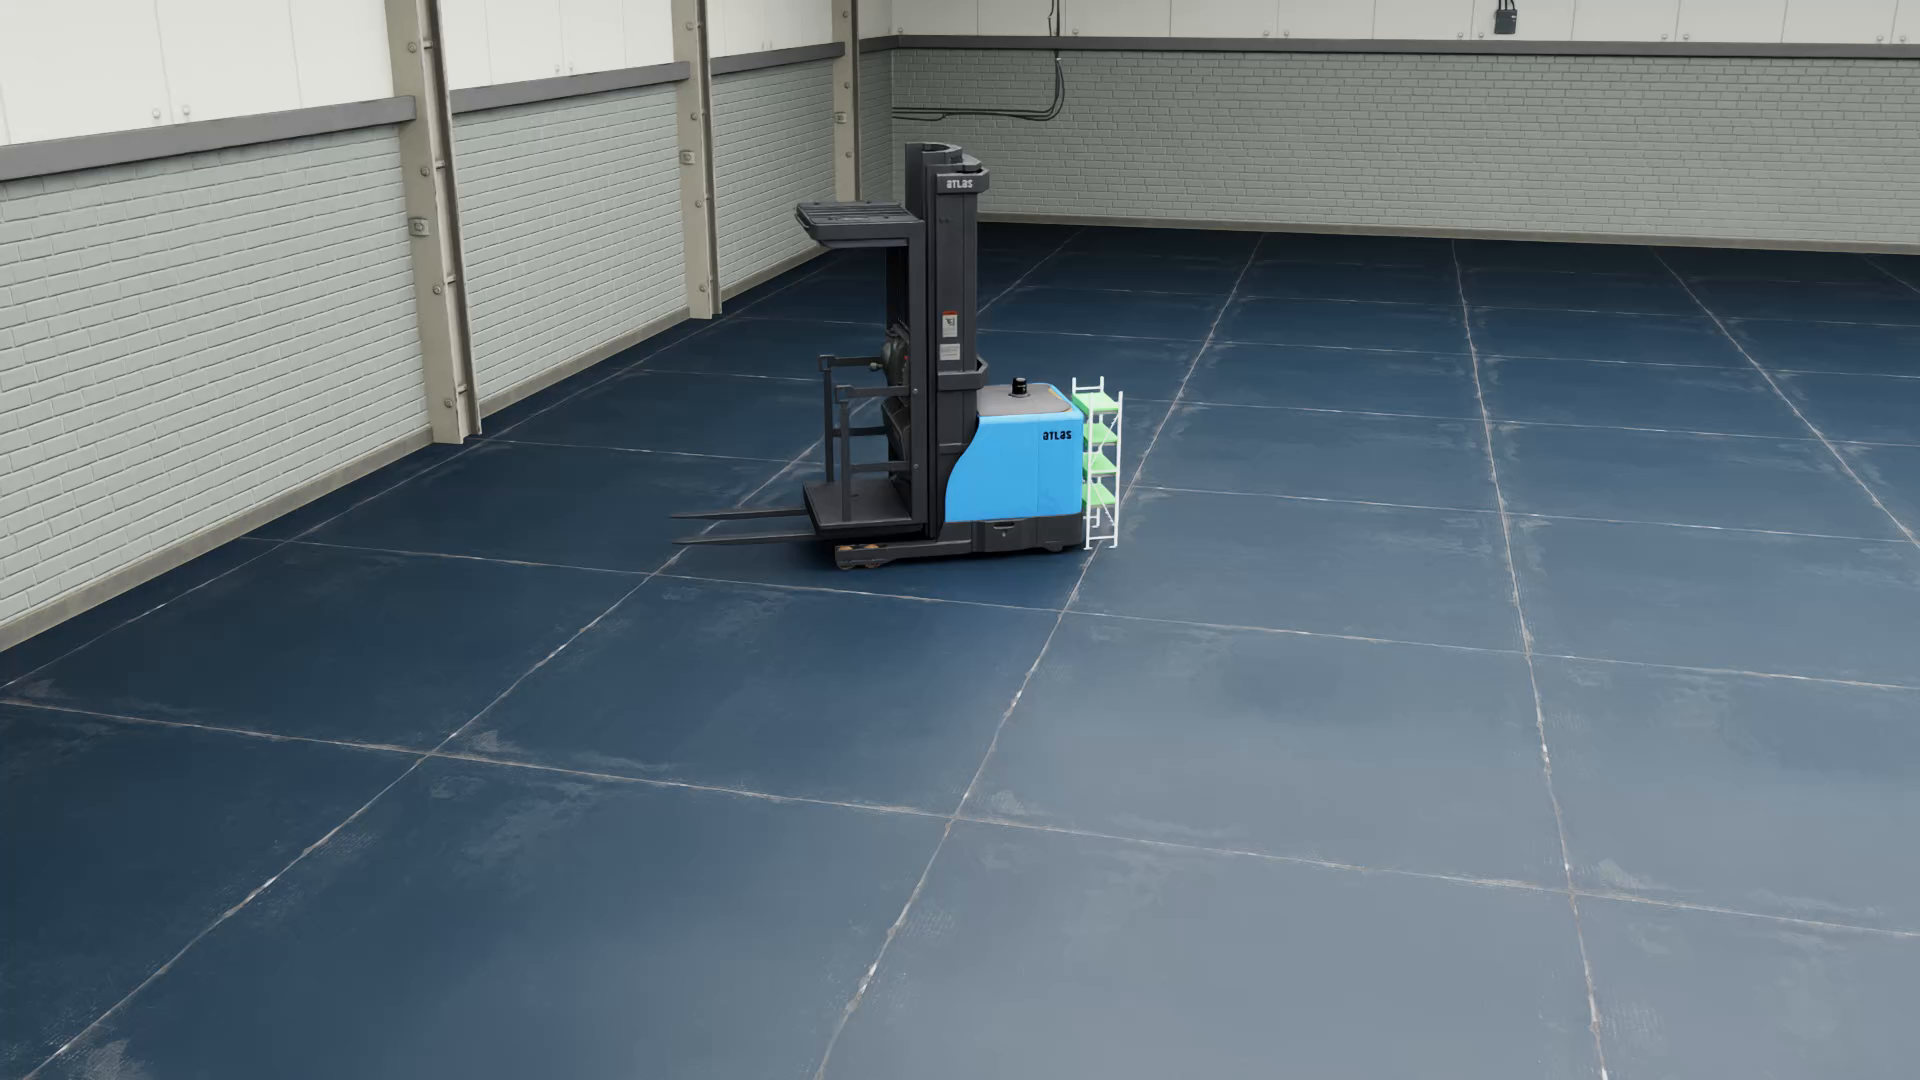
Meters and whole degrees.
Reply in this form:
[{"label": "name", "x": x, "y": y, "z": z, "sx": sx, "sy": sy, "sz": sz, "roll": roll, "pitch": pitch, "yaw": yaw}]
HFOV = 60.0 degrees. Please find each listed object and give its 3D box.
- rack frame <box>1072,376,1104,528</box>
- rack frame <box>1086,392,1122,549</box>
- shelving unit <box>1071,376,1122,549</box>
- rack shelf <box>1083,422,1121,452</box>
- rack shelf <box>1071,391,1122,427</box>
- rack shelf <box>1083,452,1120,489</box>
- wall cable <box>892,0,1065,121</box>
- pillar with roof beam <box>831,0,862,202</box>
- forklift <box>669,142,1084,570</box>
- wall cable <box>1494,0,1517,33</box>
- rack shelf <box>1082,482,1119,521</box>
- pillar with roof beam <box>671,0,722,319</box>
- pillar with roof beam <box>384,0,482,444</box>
[{"label": "rack frame", "x": 0.969, "y": -0.662, "z": 12.770, "sx": 0.240, "sy": 1.200, "sz": 0.015, "roll": -4, "pitch": 19, "yaw": -11}, {"label": "rack frame", "x": 1.065, "y": -0.508, "z": 12.318, "sx": 0.240, "sy": 1.200, "sz": 0.015, "roll": -4, "pitch": 19, "yaw": -11}, {"label": "shelving unit", "x": 1.017, "y": -0.585, "z": 12.544, "sx": 0.258, "sy": 1.200, "sz": 0.503, "roll": -4, "pitch": 19, "yaw": -11}, {"label": "rack shelf", "x": 1.017, "y": -0.752, "z": 12.487, "sx": 0.258, "sy": 0.148, "sz": 0.480, "roll": -4, "pitch": 19, "yaw": -11}, {"label": "rack shelf", "x": 1.017, "y": -0.979, "z": 12.409, "sx": 0.258, "sy": 0.148, "sz": 0.480, "roll": -4, "pitch": 19, "yaw": -11}, {"label": "rack shelf", "x": 1.017, "y": -0.525, "z": 12.565, "sx": 0.258, "sy": 0.148, "sz": 0.480, "roll": -4, "pitch": 19, "yaw": -11}, {"label": "wall cable", "x": 0.246, "y": -8.324, "z": 27.941, "sx": 3.097, "sy": 2.526, "sz": 0.112, "roll": 5, "pitch": 19, "yaw": 13}, {"label": "pillar with roof beam", "x": 2.419, "y": -8.635, "z": 24.046, "sx": 9.100, "sy": 9.000, "sz": 0.400, "roll": 5, "pitch": 19, "yaw": 13}, {"label": "forklift", "x": -0.650, "y": -1.358, "z": 12.129, "sx": 3.031, "sy": 2.935, "sz": 1.130, "roll": -4, "pitch": 19, "yaw": -11}, {"label": "wall cable", "x": 9.448, "y": -10.649, "z": 24.680, "sx": 2.305, "sy": 6.003, "sz": 0.169, "roll": 5, "pitch": 19, "yaw": 13}, {"label": "rack shelf", "x": 1.017, "y": -0.297, "z": 12.642, "sx": 0.258, "sy": 0.148, "sz": 0.480, "roll": -4, "pitch": 19, "yaw": -11}, {"label": "pillar with roof beam", "x": 0.953, "y": -6.754, "z": 18.540, "sx": 9.100, "sy": 9.000, "sz": 0.400, "roll": 5, "pitch": 19, "yaw": 13}, {"label": "pillar with roof beam", "x": -0.513, "y": -4.874, "z": 13.034, "sx": 9.100, "sy": 9.000, "sz": 0.400, "roll": 5, "pitch": 19, "yaw": 13}]
